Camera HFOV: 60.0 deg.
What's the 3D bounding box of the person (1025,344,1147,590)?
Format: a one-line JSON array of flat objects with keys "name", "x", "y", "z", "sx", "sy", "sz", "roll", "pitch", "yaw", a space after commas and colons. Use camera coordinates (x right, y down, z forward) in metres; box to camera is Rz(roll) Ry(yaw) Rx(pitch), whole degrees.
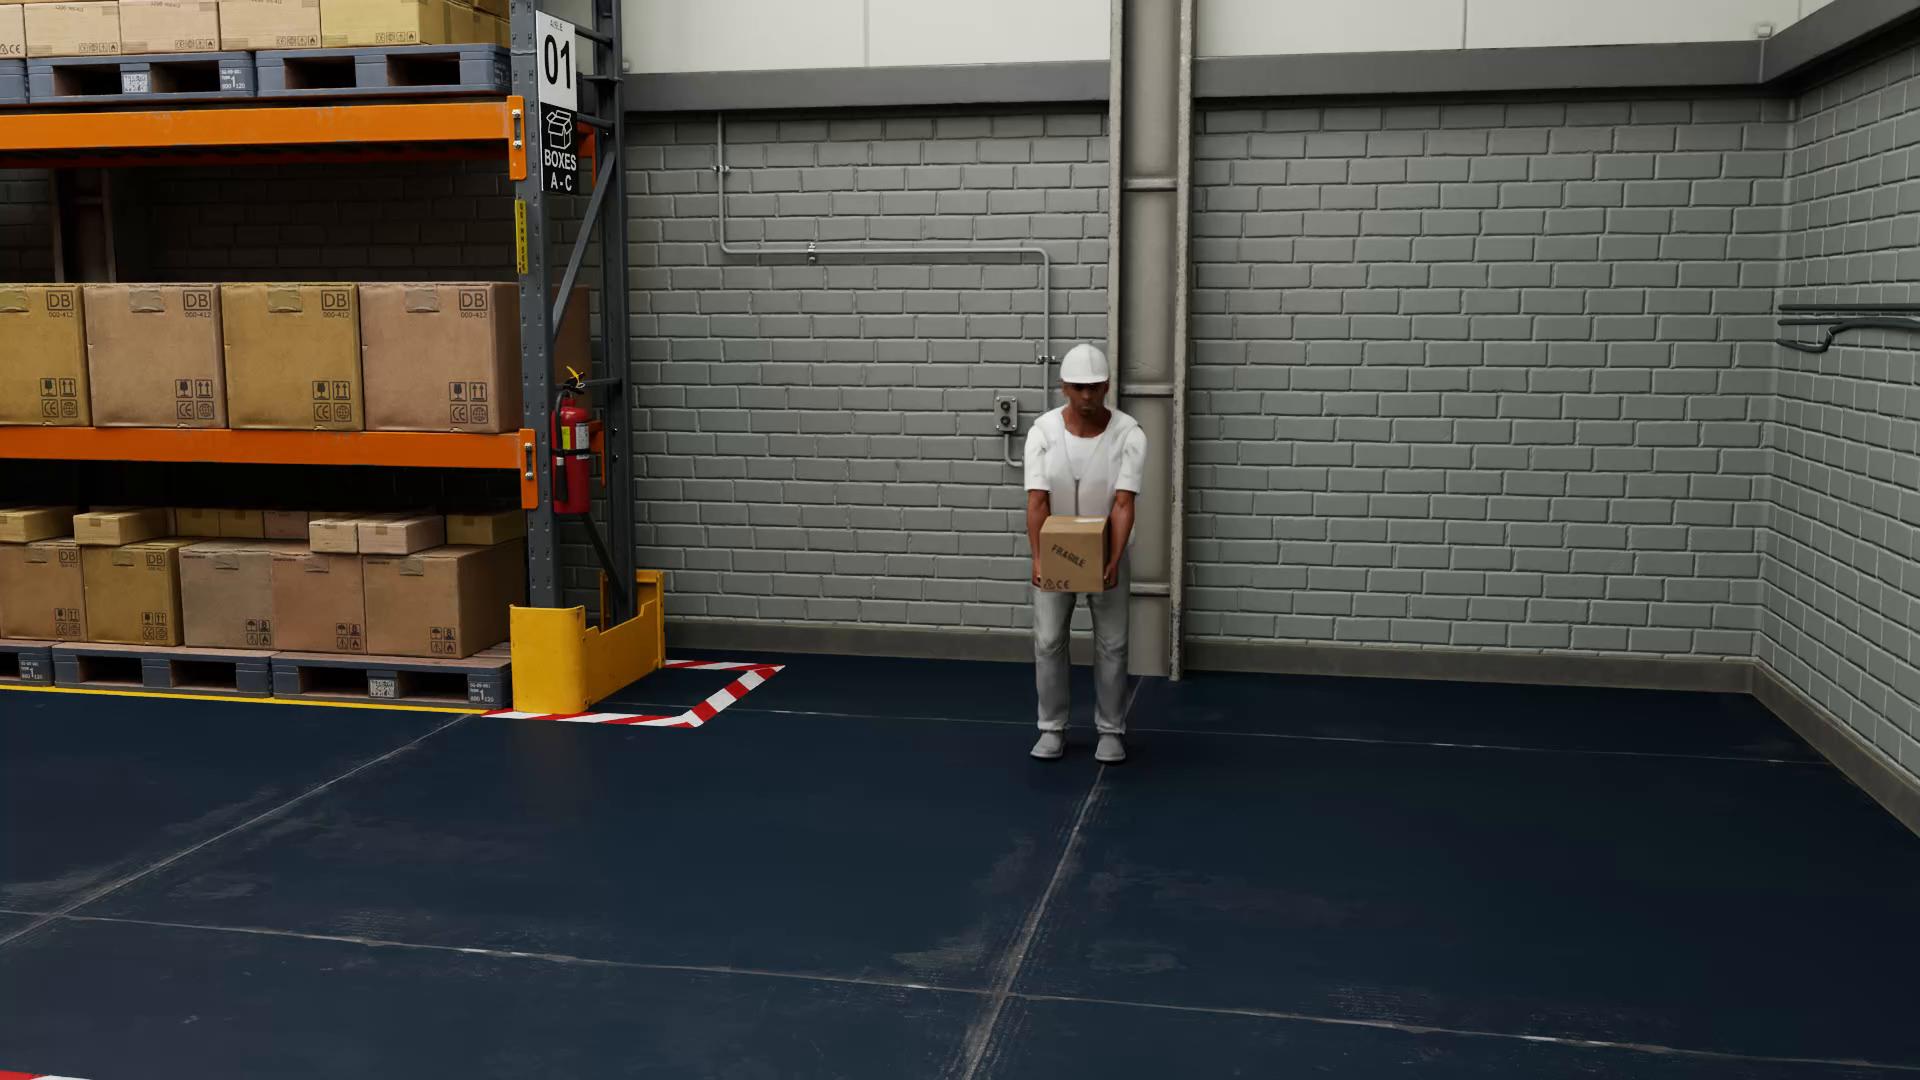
[{"name": "person", "x": 0.513, "y": -0.311, "z": 6.823, "sx": 0.497, "sy": 0.980, "sz": 0.602, "roll": 1, "pitch": 8, "yaw": 10}]
